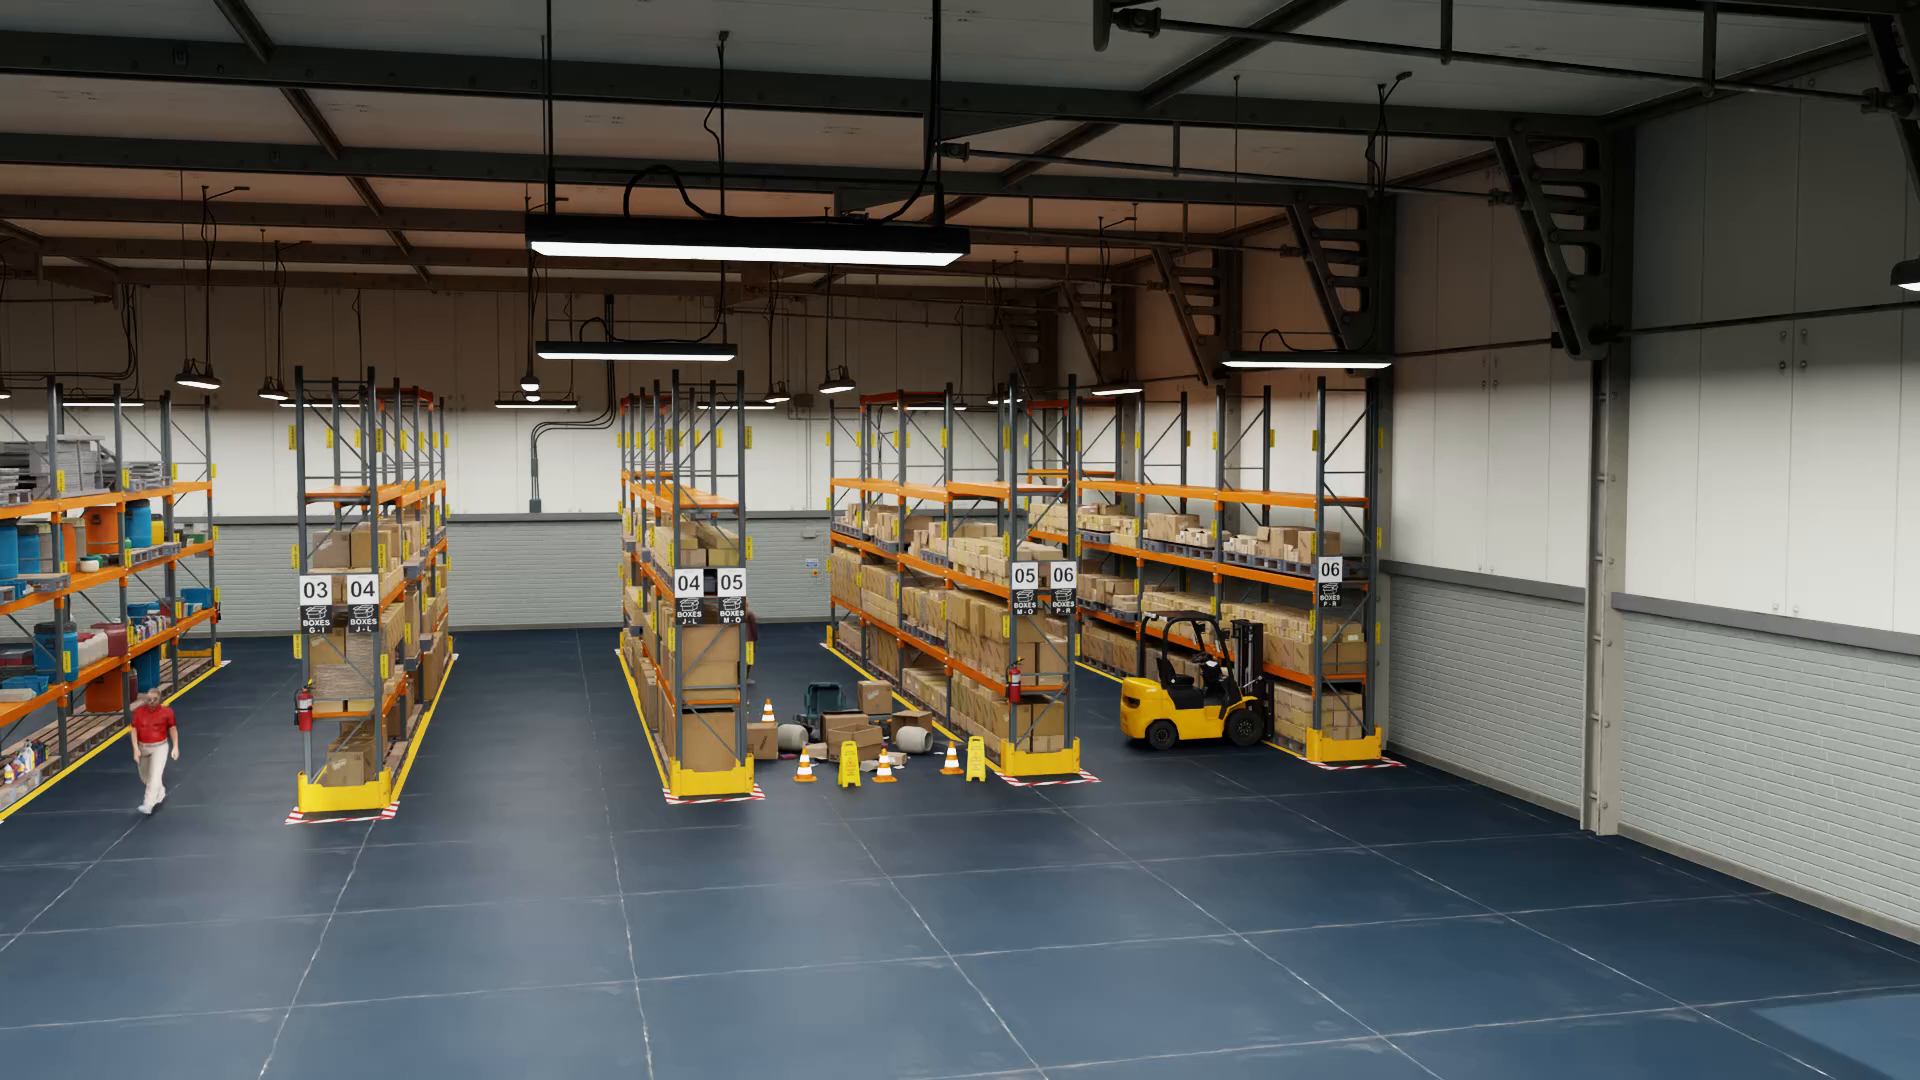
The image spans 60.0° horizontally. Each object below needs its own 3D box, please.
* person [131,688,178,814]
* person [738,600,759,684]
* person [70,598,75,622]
[{"bbox_3d":[-10.936,2.832,22.463,0.529,1.644,1.139,0,3,-5],"label":"person"},{"bbox_3d":[-4.445,2.075,34.219,0.616,1.773,0.800,2,4,25],"label":"person"},{"bbox_3d":[-18.957,2.079,35.241,0.557,1.706,0.368,2,4,32],"label":"person"}]
